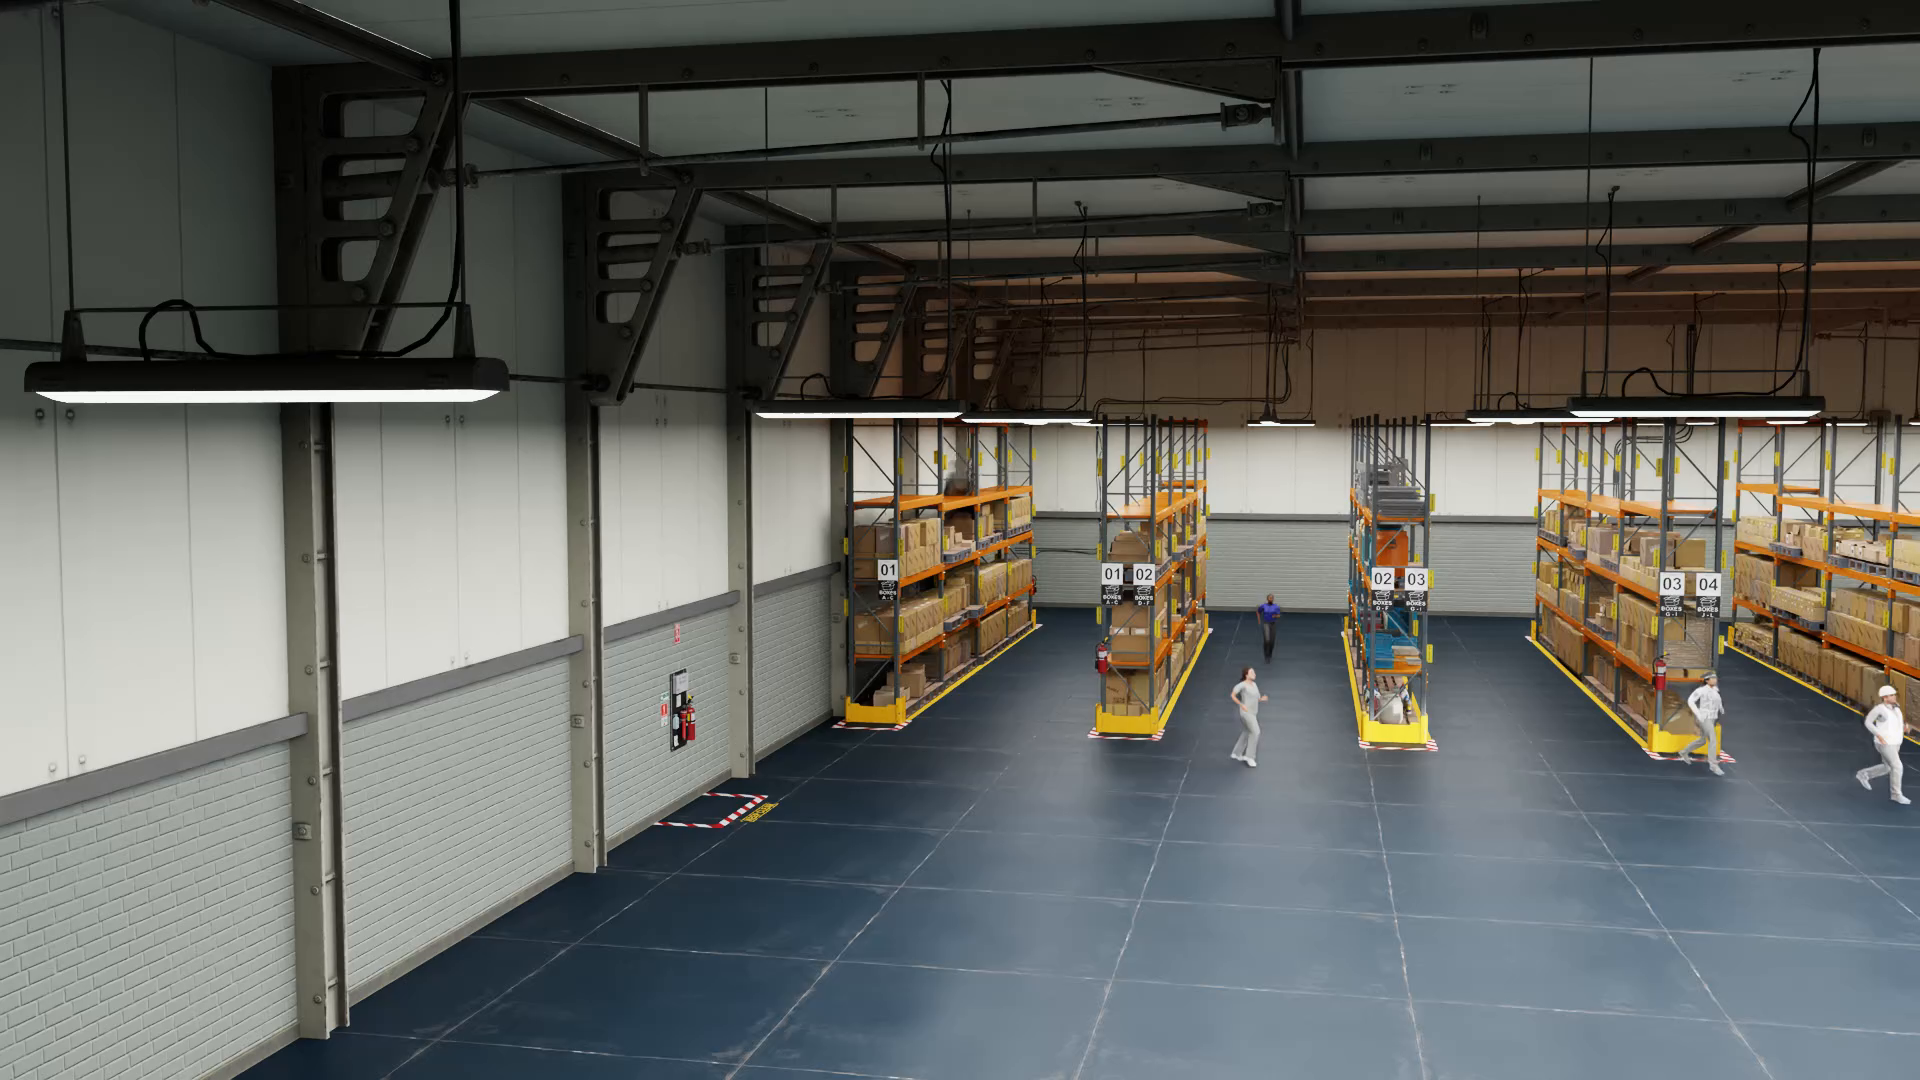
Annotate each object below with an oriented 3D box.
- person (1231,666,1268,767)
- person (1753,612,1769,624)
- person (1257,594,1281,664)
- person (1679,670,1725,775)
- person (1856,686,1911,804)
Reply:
[{"bbox_3d":[4.933,3.009,28.409,0.671,1.714,0.558,3,5,39],"label":"person"},{"bbox_3d":[21.736,1.845,44.928,1.061,1.783,0.730,1,4,13],"label":"person"},{"bbox_3d":[7.607,2.174,40.887,0.549,1.718,0.762,0,4,-2],"label":"person"},{"bbox_3d":[12.478,3.016,27.853,0.626,1.700,0.863,-3,5,-37],"label":"person"},{"bbox_3d":[14.319,3.133,25.728,0.653,1.780,0.850,-3,5,-35],"label":"person"}]
